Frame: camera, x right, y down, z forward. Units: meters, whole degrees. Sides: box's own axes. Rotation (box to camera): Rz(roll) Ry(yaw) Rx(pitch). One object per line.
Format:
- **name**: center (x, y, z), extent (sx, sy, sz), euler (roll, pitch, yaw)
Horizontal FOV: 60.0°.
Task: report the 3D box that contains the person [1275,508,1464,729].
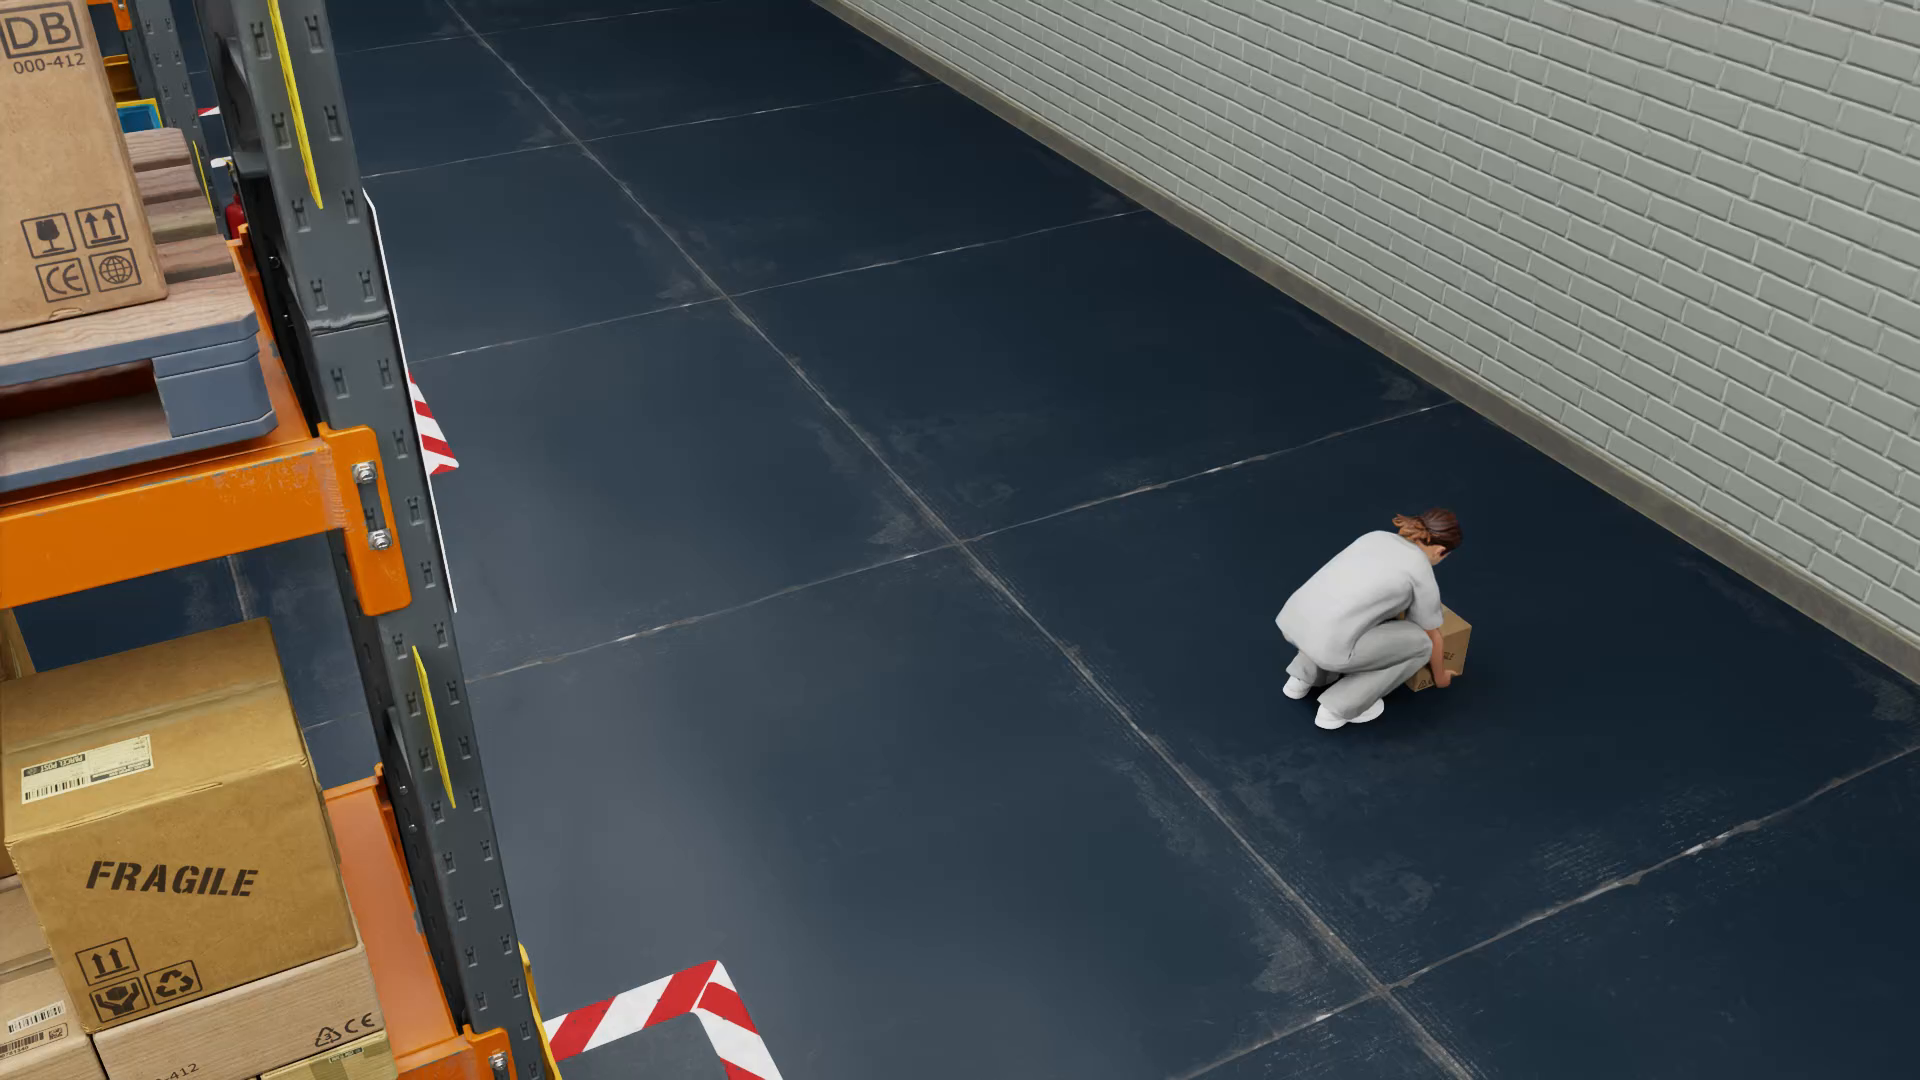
- **person**: center (1.627, 0.323, 6.567), extent (0.837, 0.803, 0.472), euler (-17, 37, -24)
